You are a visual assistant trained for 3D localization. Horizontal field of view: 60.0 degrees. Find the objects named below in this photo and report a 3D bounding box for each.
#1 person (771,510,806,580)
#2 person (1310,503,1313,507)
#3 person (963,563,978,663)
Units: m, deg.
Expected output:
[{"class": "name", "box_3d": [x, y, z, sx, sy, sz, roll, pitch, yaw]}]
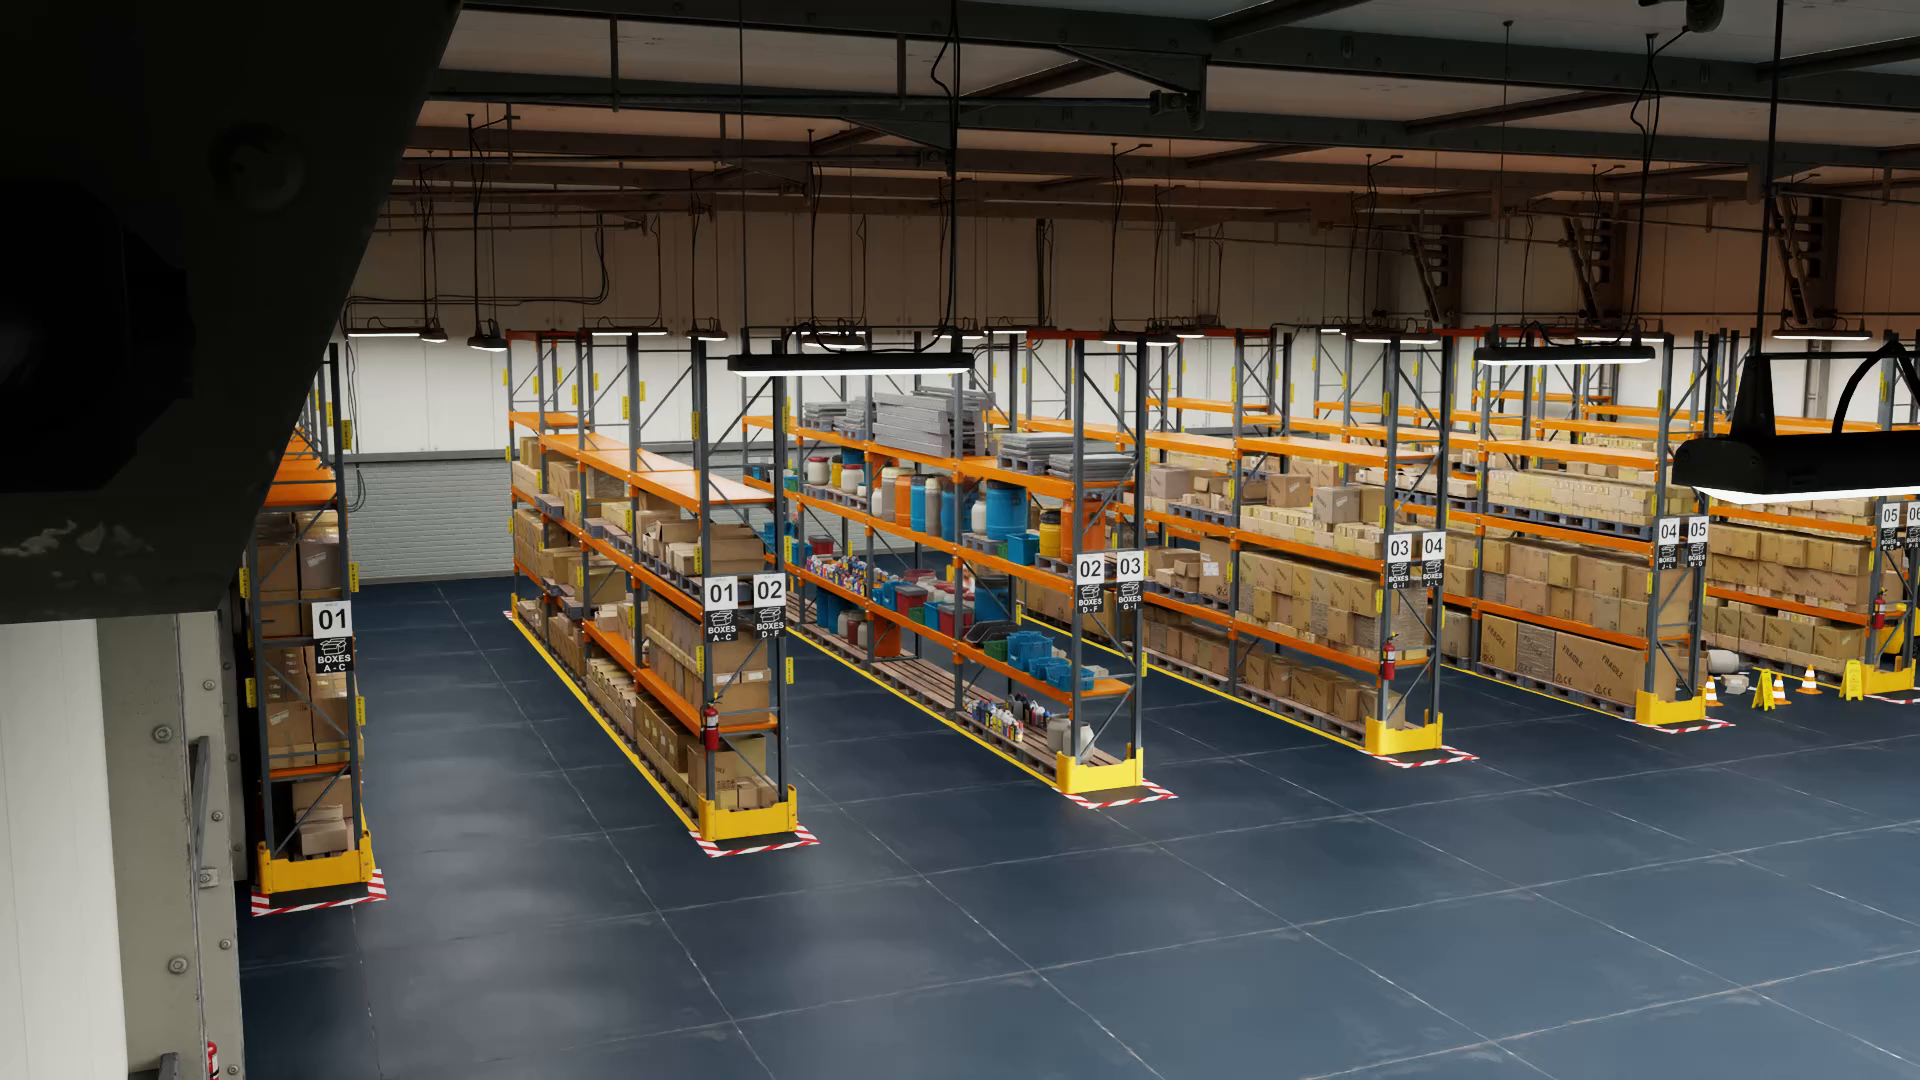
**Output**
[{"class": "person", "box_3d": [-3.999, 0.121, 39.599, 1.052, 1.674, 0.521, 0, 8, -1]}, {"class": "person", "box_3d": [8.452, -0.026, 40.308, 0.791, 1.755, 0.570, 2, 8, 12]}, {"class": "person", "box_3d": [0.178, 1.304, 30.474, 0.537, 1.748, 0.969, -5, 9, -35]}]
